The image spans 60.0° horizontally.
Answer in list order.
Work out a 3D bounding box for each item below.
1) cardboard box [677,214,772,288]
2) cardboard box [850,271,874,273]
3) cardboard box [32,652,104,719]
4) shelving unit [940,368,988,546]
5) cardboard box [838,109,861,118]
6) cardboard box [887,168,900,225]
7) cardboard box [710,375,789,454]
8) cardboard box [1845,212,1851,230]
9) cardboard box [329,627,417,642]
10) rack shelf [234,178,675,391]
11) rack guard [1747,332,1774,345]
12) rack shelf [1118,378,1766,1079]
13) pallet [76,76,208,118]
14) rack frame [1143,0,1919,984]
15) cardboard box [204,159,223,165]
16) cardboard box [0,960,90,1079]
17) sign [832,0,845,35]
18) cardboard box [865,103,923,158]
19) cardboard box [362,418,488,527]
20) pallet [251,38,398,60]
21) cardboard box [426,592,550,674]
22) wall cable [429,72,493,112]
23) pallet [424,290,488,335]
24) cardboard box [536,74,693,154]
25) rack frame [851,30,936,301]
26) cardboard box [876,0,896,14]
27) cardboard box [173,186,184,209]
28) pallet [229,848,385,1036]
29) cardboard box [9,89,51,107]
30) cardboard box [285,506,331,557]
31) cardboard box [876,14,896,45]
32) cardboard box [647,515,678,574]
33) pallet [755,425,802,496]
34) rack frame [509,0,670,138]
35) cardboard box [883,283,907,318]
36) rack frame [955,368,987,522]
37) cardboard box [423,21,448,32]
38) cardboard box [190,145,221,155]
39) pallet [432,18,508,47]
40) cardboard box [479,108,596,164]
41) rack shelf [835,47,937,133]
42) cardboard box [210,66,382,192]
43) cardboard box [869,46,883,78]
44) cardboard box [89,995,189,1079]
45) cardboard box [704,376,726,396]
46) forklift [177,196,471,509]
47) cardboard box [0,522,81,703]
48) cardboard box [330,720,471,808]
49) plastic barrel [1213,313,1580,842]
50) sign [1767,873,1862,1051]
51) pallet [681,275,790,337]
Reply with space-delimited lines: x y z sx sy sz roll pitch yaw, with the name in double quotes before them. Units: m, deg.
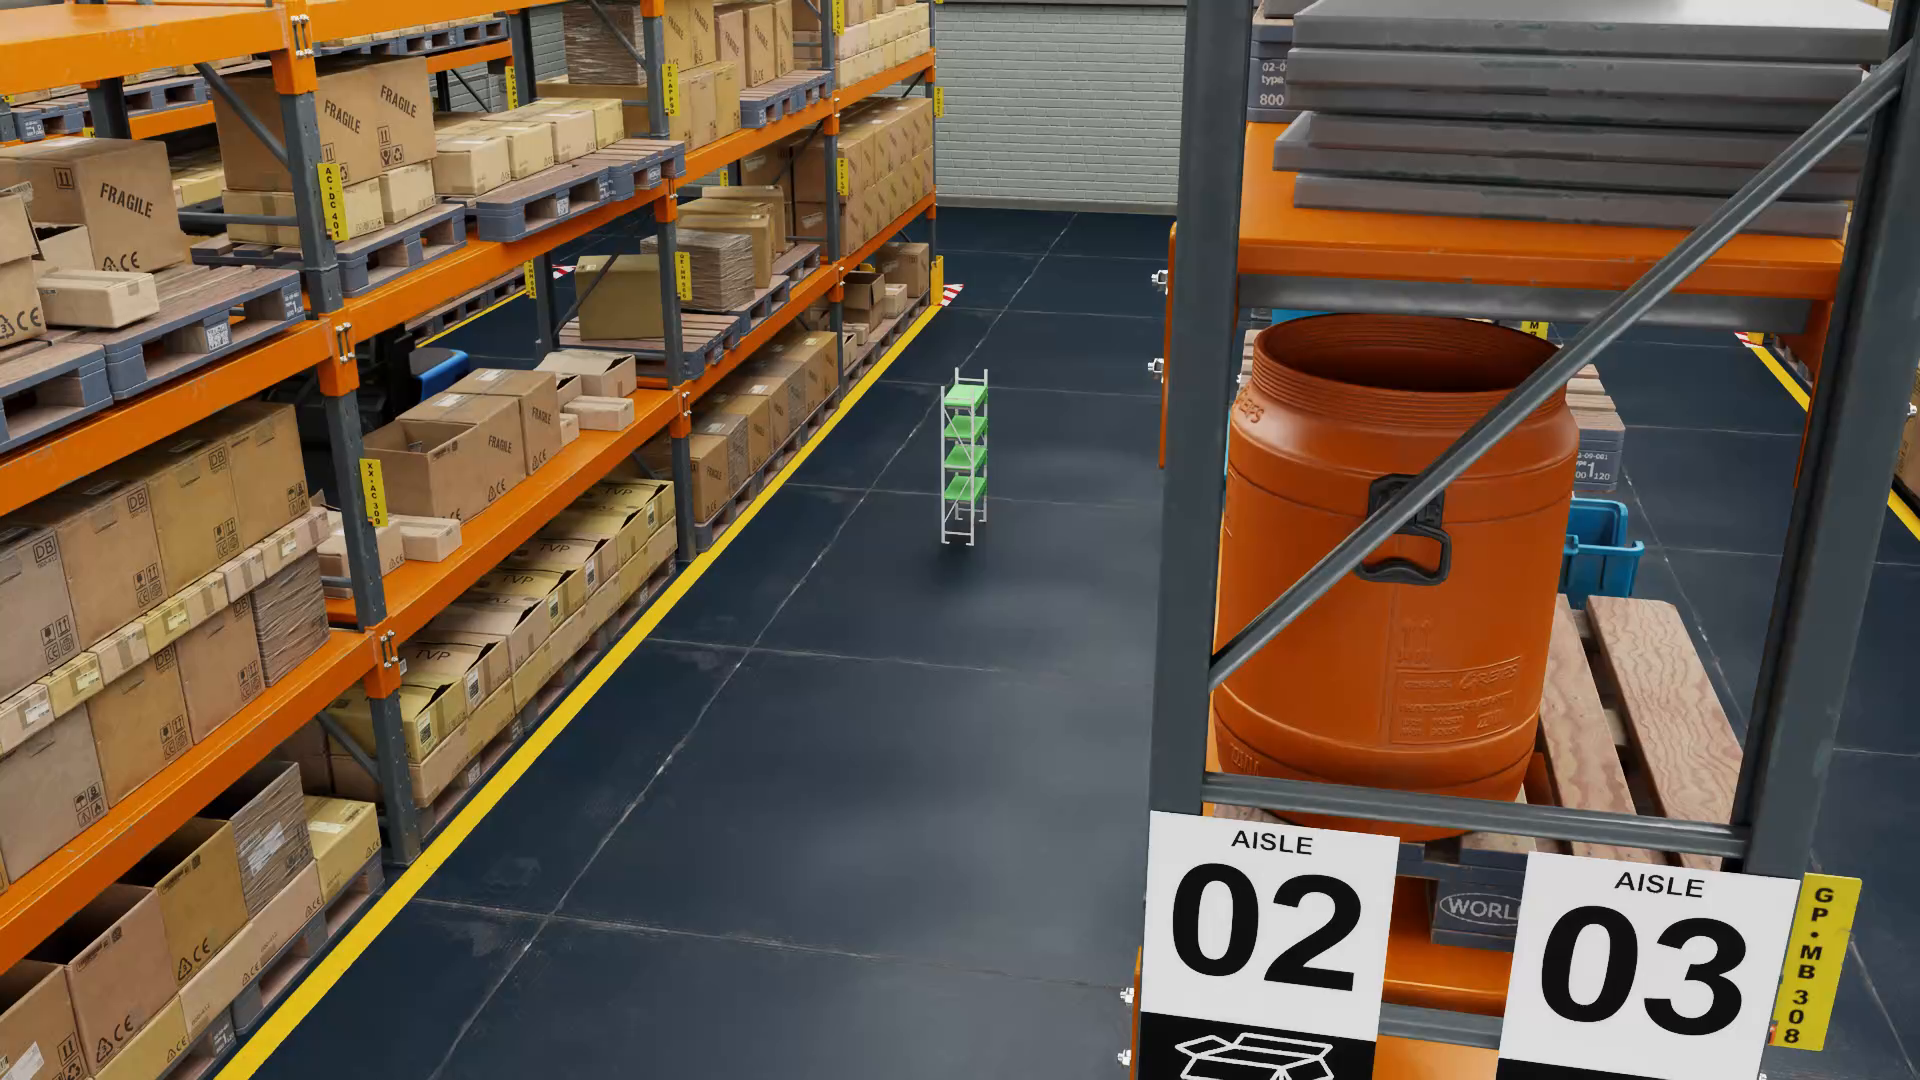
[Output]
"cardboard box" -1.891 -2.334 13.437 0.700 0.500 0.500 -1 22 -3
"cardboard box" -1.197 -2.961 18.918 0.380 0.149 0.250 4 22 11
"cardboard box" -3.381 0.513 6.064 0.380 0.149 0.250 5 23 13
"shelving unit" 0.034 -0.617 12.280 0.258 1.200 0.503 4 22 11
"cardboard box" -1.330 -4.200 17.294 0.500 0.500 0.500 5 22 12
"cardboard box" -0.912 -3.512 16.924 0.500 0.500 0.500 4 22 10
"cardboard box" -1.724 -1.036 13.668 0.500 0.500 0.500 4 22 9
"cardboard box" 8.253 -2.798 15.088 0.500 0.250 0.500 4 22 10
"cardboard box" -3.321 0.642 9.112 0.500 0.311 0.500 5 22 12
"rack shelf" -2.815 -1.607 9.276 1.077 0.370 4.000 4 22 11
"rack guard" 8.927 -2.299 17.393 1.175 0.500 0.348 4 22 11
"rack shelf" 1.217 0.235 4.702 1.077 0.370 4.000 4 22 11
"pallet" -6.953 -3.609 13.538 1.003 0.211 1.213 6 23 13
"rack frame" 0.809 -0.759 2.191 1.000 3.000 0.127 4 22 11
"cardboard box" -6.400 -3.285 14.931 0.500 0.250 0.500 5 22 12
"cardboard box" -3.523 1.832 5.904 0.500 0.500 0.500 4 22 11
"sign" -1.047 -4.516 14.318 0.100 0.325 0.005 4 22 11
"cardboard box" -0.699 -4.348 17.662 0.500 0.500 0.500 5 22 12
"cardboard box" -2.943 -0.336 9.039 0.500 0.500 0.500 6 23 15
"pallet" -6.264 -4.768 16.282 1.003 0.211 1.213 4 22 11
"cardboard box" -2.683 0.499 9.468 0.500 0.311 0.500 4 22 9
"wall cable" -6.290 -5.594 20.869 0.084 1.984 1.851 4 22 11
"pallet" -5.963 -2.546 18.392 1.003 0.211 1.213 4 22 11
"cardboard box" -2.351 -2.880 11.341 0.910 0.500 0.500 4 22 11
"rack frame" -0.775 -4.206 18.782 1.000 3.000 0.127 4 22 11
"cardboard box" -1.046 -5.551 16.635 0.700 0.500 0.500 4 22 11
"cardboard box" -6.705 -2.724 13.540 0.500 0.250 0.500 5 22 11
"pallet" -3.427 1.763 7.692 1.003 0.211 1.213 4 22 11
"cardboard box" -7.216 -3.477 12.234 0.700 0.500 0.500 3 22 7
"cardboard box" -3.069 -0.049 7.458 0.380 0.149 0.250 4 22 11
"cardboard box" -0.933 -5.004 16.279 0.500 0.250 0.500 4 22 11
"cardboard box" -2.276 0.011 11.429 0.500 0.250 0.500 5 22 12
"pallet" -1.967 -0.702 13.814 1.003 0.211 1.213 4 22 11
"rack frame" -2.407 -4.063 10.397 1.000 3.000 0.127 4 22 11
"cardboard box" -0.868 -2.572 17.817 0.500 0.250 0.500 4 22 11
"rack frame" 0.084 -0.706 12.501 0.240 1.200 0.015 4 22 11
"cardboard box" -5.721 -5.476 17.426 0.500 0.250 0.500 4 22 9
"cardboard box" -6.790 -3.513 15.498 0.500 0.250 0.500 5 23 13
"pallet" -5.766 -5.661 18.497 1.003 0.211 1.213 4 22 11
"cardboard box" -2.534 -2.434 10.005 0.500 0.250 0.500 5 22 12
"rack shelf" -1.183 -4.533 16.540 1.077 0.370 4.000 4 22 11
"cardboard box" -3.059 -1.905 7.687 0.500 0.500 0.500 5 22 12
"cardboard box" -1.040 -4.589 15.920 0.500 0.250 0.500 4 22 11
"cardboard box" -3.405 1.998 6.495 0.500 0.250 0.500 4 22 11
"cardboard box" -2.239 -1.067 13.744 0.500 0.500 0.500 4 22 9
"forklift" -4.682 -1.370 11.833 1.130 2.935 3.031 4 22 11
"cardboard box" -3.615 0.248 5.853 0.700 0.500 0.500 4 22 11
"cardboard box" -2.898 1.134 8.640 0.500 0.250 0.500 4 22 10
"plastic barrel" 0.784 0.051 3.058 0.600 0.830 0.708 4 22 11
"sign" 1.346 0.672 2.642 0.100 0.325 0.005 4 22 11
"pallet" -2.015 -1.903 13.321 1.003 0.211 1.213 4 22 11
